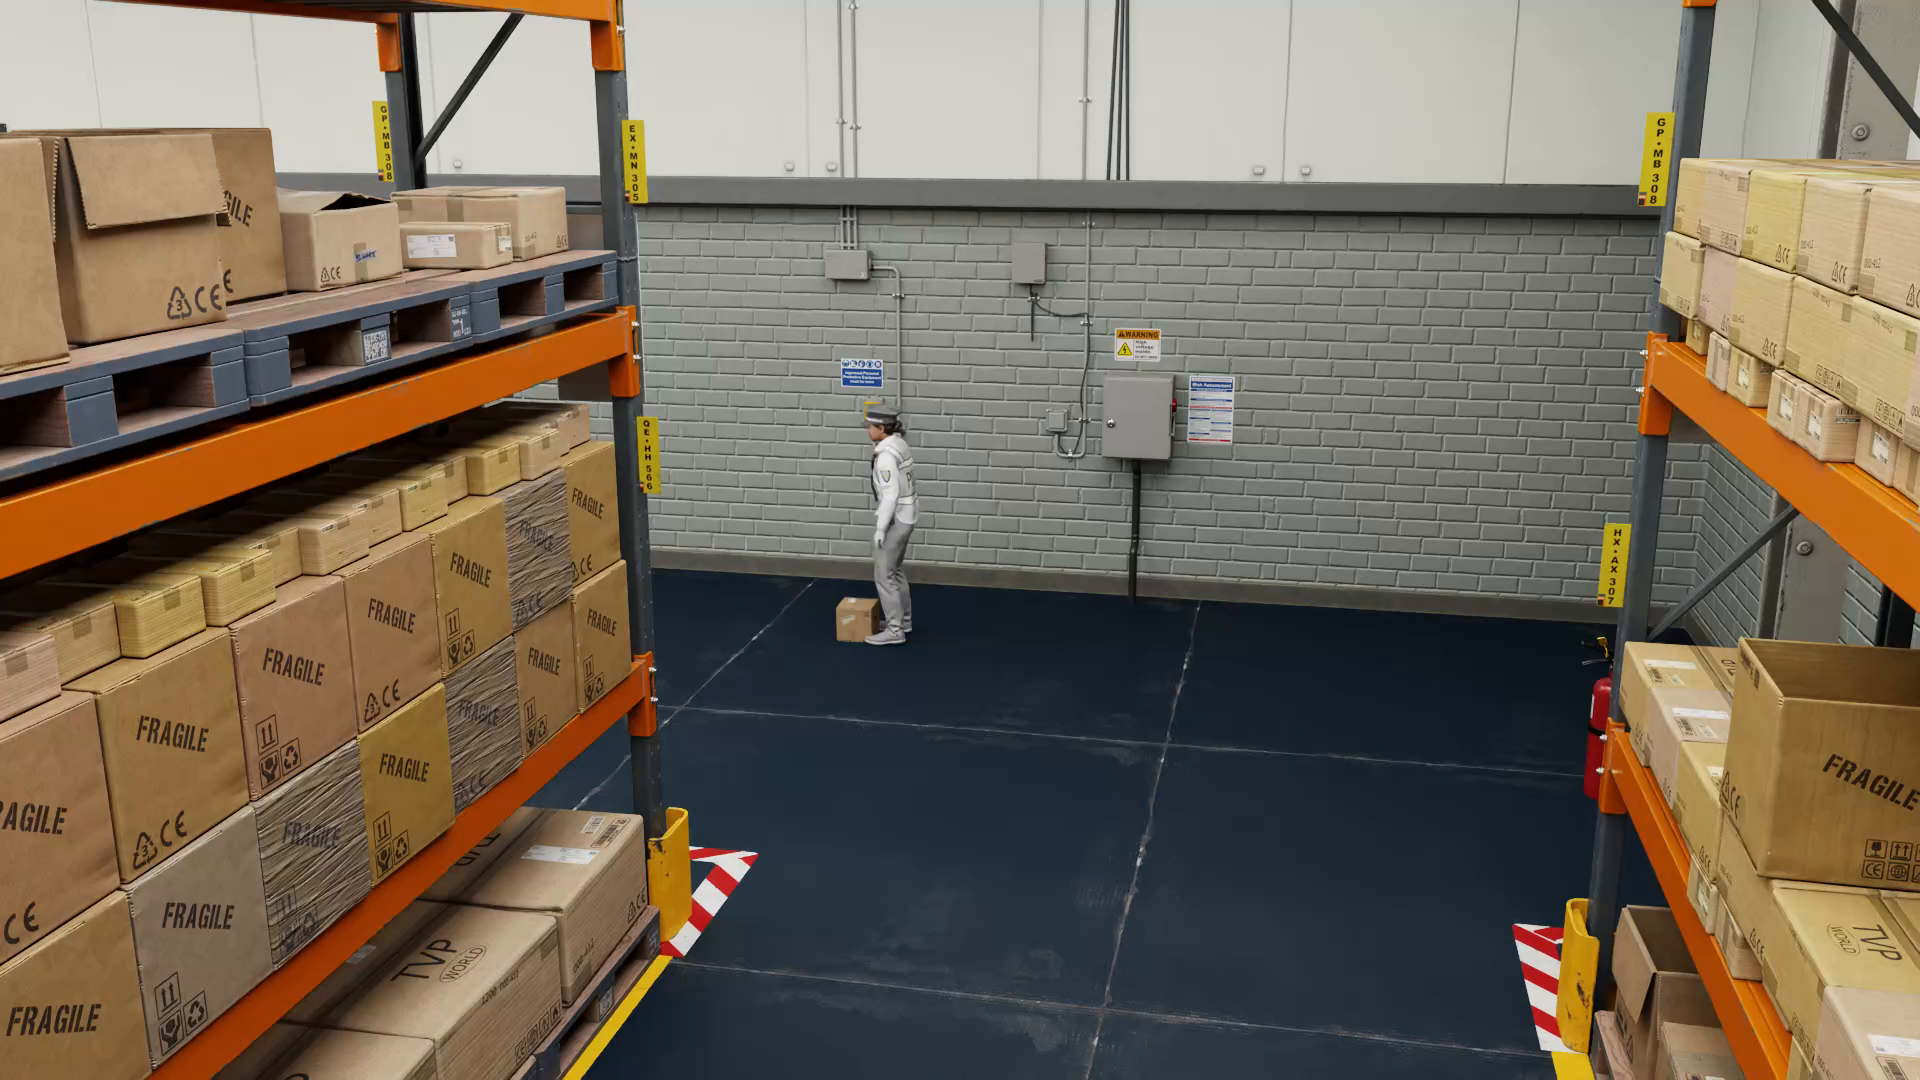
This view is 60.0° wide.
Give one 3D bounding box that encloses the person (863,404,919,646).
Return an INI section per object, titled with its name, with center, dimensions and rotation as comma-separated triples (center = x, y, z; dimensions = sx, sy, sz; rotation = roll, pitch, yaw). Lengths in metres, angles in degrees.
[person]
center = -0.472, -0.111, 11.429
dimensions = 0.369, 1.663, 0.518
rotation = 2, 15, 9
